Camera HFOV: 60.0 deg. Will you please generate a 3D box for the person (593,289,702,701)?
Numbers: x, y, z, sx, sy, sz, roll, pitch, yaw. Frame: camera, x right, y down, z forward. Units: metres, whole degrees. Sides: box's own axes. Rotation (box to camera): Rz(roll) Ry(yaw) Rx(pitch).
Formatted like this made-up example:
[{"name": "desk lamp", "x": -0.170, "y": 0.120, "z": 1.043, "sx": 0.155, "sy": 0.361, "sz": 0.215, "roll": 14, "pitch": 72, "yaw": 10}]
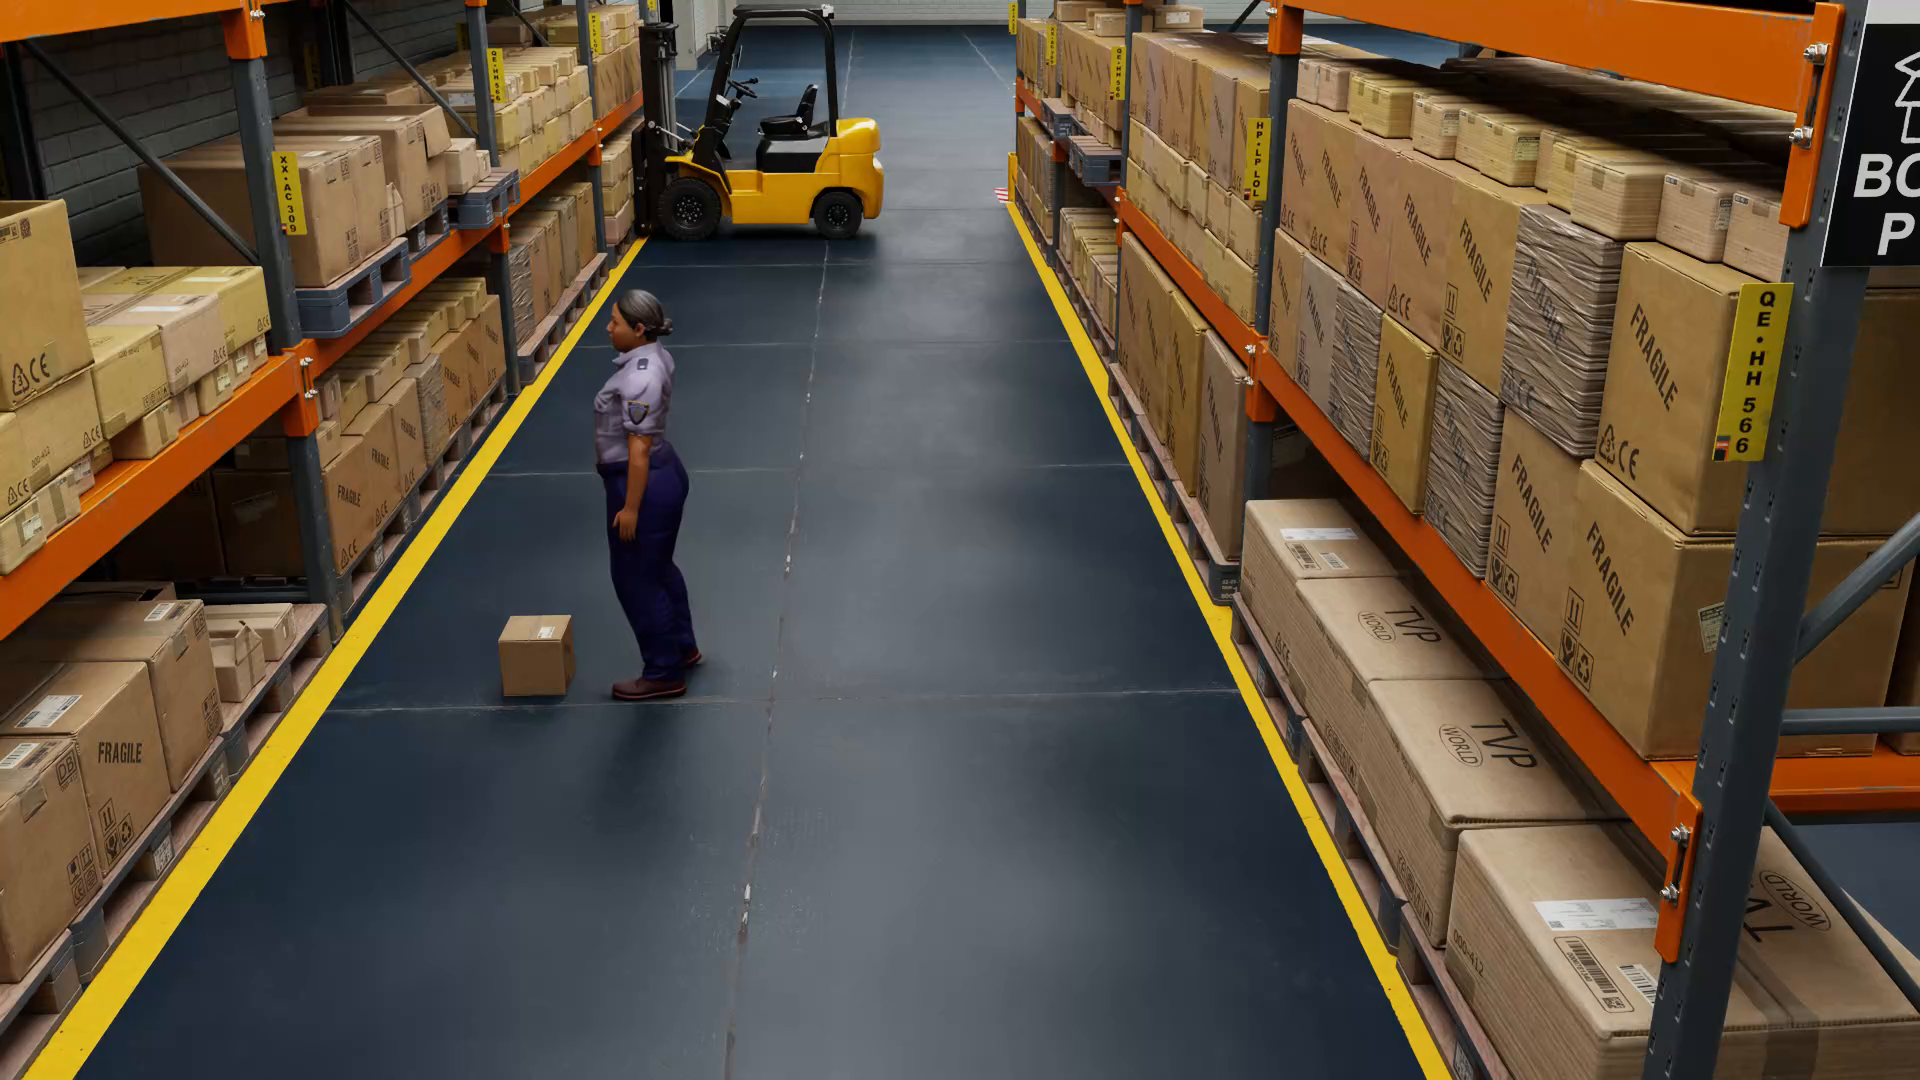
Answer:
[{"name": "person", "x": -1.257, "y": -0.161, "z": 6.593, "sx": 0.344, "sy": 1.685, "sz": 0.462, "roll": -1, "pitch": 21, "yaw": -2}]
